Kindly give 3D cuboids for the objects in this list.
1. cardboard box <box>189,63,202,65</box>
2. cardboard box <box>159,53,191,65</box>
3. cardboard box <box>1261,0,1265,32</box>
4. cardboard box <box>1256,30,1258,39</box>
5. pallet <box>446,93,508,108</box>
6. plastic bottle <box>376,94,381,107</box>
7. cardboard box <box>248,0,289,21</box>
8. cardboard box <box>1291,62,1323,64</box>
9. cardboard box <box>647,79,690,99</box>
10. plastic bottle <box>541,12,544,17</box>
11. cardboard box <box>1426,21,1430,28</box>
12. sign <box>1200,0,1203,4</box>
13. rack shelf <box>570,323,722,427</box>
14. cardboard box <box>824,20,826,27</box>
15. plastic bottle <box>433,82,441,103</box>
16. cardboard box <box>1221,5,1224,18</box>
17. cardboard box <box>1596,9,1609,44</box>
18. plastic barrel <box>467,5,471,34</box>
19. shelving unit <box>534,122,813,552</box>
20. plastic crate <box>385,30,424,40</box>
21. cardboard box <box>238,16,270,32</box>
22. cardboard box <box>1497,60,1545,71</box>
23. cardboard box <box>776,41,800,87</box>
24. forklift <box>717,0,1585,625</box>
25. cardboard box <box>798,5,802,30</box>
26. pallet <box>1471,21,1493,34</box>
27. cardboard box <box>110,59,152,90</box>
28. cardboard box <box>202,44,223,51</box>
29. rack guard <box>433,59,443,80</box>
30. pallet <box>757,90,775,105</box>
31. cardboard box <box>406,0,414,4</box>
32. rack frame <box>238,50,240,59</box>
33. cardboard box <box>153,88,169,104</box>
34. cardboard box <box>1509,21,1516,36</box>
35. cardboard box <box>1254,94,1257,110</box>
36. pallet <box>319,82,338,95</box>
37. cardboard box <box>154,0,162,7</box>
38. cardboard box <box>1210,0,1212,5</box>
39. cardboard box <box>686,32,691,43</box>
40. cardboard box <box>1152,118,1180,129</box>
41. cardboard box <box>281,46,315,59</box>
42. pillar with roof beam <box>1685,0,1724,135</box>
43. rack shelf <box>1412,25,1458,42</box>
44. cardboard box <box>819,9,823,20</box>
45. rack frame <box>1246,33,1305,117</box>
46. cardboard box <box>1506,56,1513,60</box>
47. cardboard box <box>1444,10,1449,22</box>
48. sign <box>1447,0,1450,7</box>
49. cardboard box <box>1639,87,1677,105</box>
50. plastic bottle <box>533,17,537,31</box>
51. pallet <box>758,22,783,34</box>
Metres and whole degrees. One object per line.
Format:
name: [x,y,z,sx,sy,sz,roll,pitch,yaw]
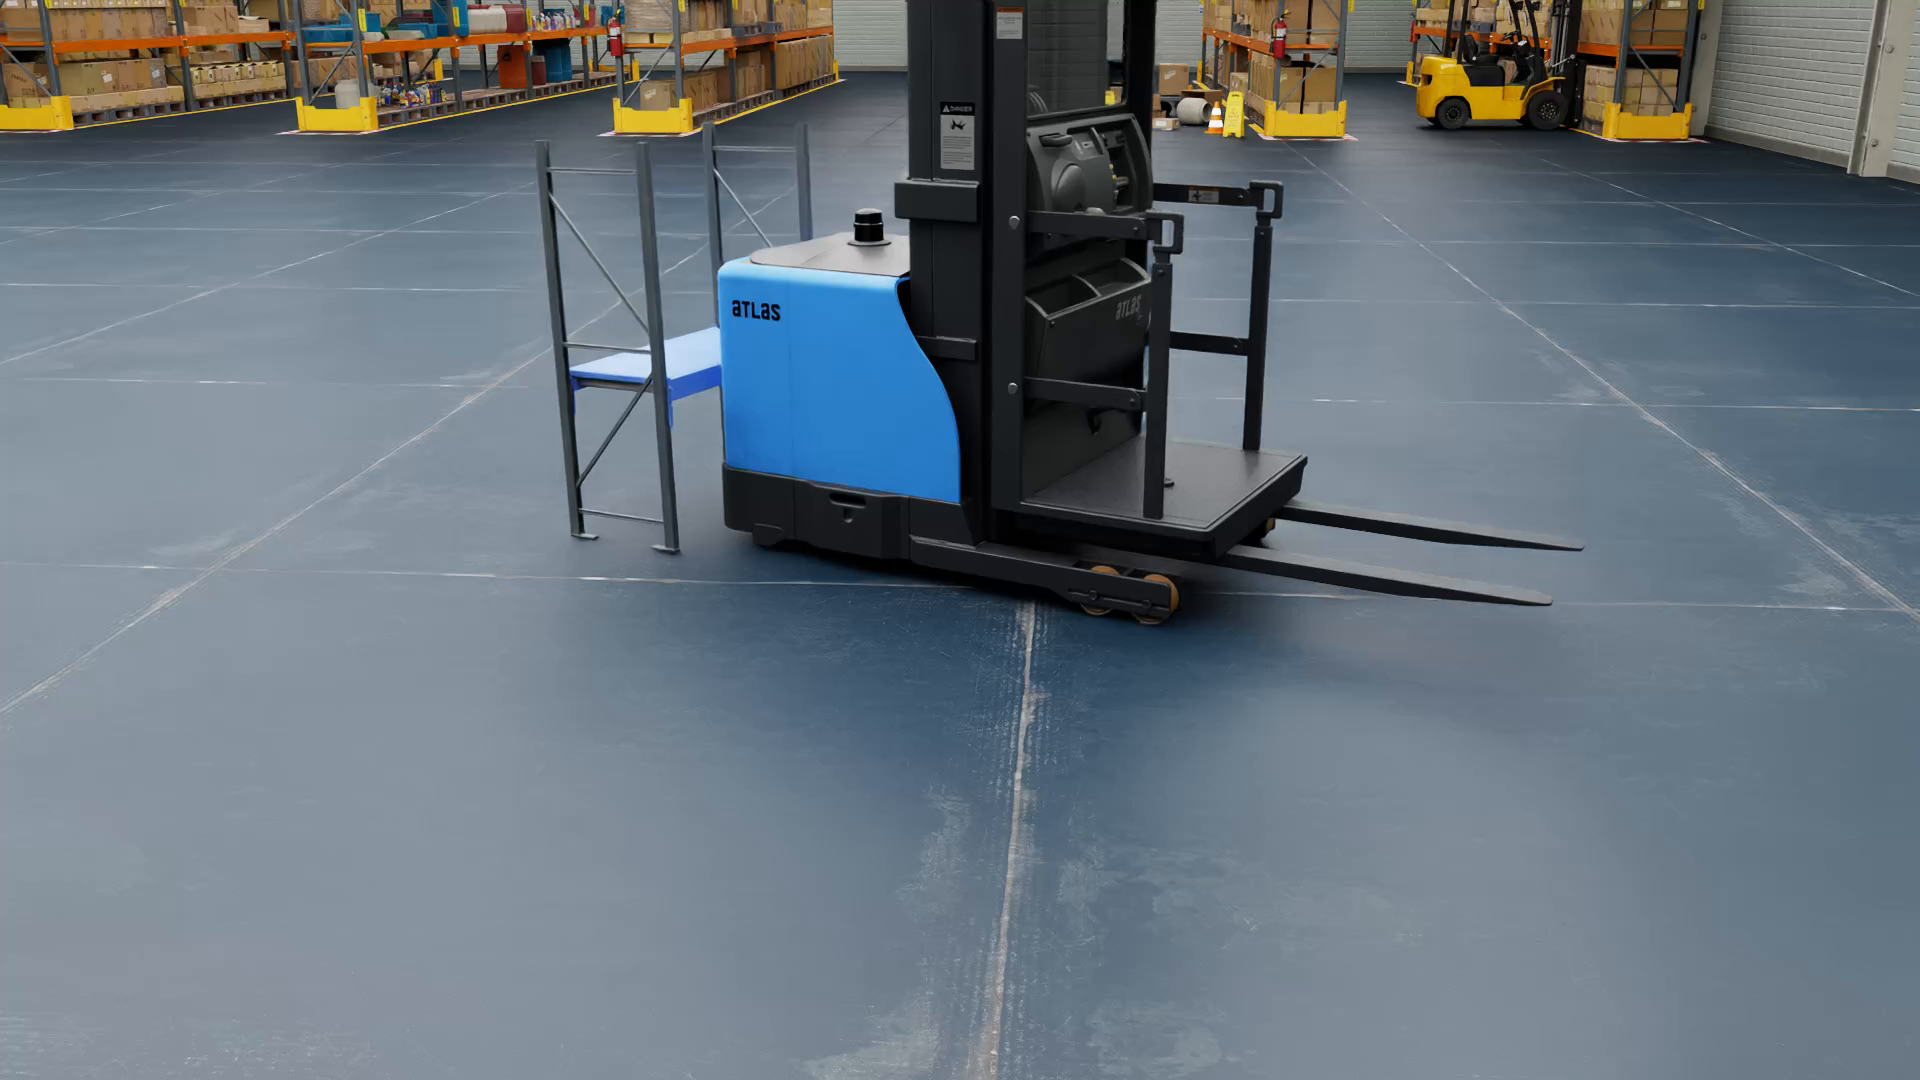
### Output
cardboard box: [-14.466,-8.930,31.700,0.500,0.311,0.500,1,18,3]
cardboard box: [-18.491,-11.158,38.997,0.700,0.500,0.500,1,18,3]
cardboard box: [5.059,-8.311,26.332,0.500,0.500,0.500,1,18,5]
cardboard box: [5.138,-8.433,27.744,0.380,0.149,0.250,2,18,6]
pallet: [-9.275,-8.354,31.578,1.003,0.211,1.213,1,18,4]
plastic bottle: [-9.789,-7.395,27.962,0.097,0.201,0.097,0,18,0]
cardboard box: [-14.099,-10.853,33.894,0.700,0.500,0.500,-5,19,-15]
cardboard box: [5.602,-7.465,26.926,0.500,0.500,0.500,2,18,7]
cardboard box: [-4.654,-7.093,26.592,0.500,0.500,0.500,6,19,18]
plastic bottle: [-9.156,-11.401,36.478,0.144,0.351,0.185,1,18,4]
cardboard box: [10.819,-11.725,37.793,0.380,0.149,0.250,1,18,2]
sign: [5.754,-12.913,39.495,0.100,0.325,0.005,1,18,4]
rack shelf: [-1.058,-0.672,6.625,0.538,0.185,1.000,8,20,27]
cardboard box: [-3.346,-12.116,38.985,0.380,0.149,0.250,1,18,3]
plastic bottle: [-9.136,-7.798,28.951,0.144,0.351,0.185,1,18,2]
cardboard box: [5.601,-10.767,33.903,0.500,0.250,0.500,1,18,2]
cardboard box: [9.931,-7.738,25.059,0.500,0.500,0.500,2,18,6]
plastic barrel: [-9.090,-9.411,30.108,0.433,0.535,0.433,0,18,0]
shelving unit: [-1.062,-0.843,6.571,0.538,1.500,1.048,8,20,27]
plastic crate: [-9.242,-8.419,27.722,0.530,0.136,0.437,1,18,4]
cardboard box: [-14.101,-10.254,33.042,0.500,0.311,0.500,2,18,7]
cardboard box: [10.627,-8.733,31.396,0.875,0.625,0.625,2,18,6]
cardboard box: [-4.009,-9.866,34.454,1.225,0.875,0.875,1,18,4]
forklift: [0.638,-1.298,5.676,3.031,2.935,1.130,10,20,27]
cardboard box: [-3.667,-11.171,35.537,0.500,0.500,0.500,2,18,6]
pallet: [10.663,-9.976,32.359,1.213,0.211,1.003,1,18,4]
cardboard box: [-14.213,-7.956,28.423,0.500,0.500,0.500,1,18,4]
cardboard box: [-18.194,-11.979,40.463,0.380,0.149,0.250,2,18,5]
rack guard: [-13.463,-11.681,41.270,1.175,0.500,0.348,1,18,4]
pallet: [-4.208,-8.618,32.385,1.003,0.211,1.213,1,18,4]
cardboard box: [-13.283,-12.953,39.370,0.500,0.500,0.500,2,18,5]
rack frame: [-18.399,-13.002,41.287,1.000,3.000,0.127,1,18,4]
cardboard box: [-14.179,-7.755,29.014,0.500,0.250,0.500,1,18,4]
cardboard box: [10.338,-9.335,30.336,0.500,0.250,0.500,1,18,2]
cardboard box: [5.073,-7.107,27.037,0.500,0.250,0.500,1,18,3]
pallet: [-13.850,-9.692,35.662,1.003,0.211,1.213,1,18,4]
cardboard box: [-14.144,-9.356,28.955,0.380,0.149,0.250,1,18,3]
cardboard box: [5.850,-12.198,37.066,0.500,0.500,0.500,2,18,5]
cardboard box: [-4.396,-7.820,25.873,0.380,0.149,0.250,1,18,4]
cardboard box: [3.239,-6.577,26.257,0.380,0.149,0.250,12,22,32]
cardboard box: [-14.129,-10.417,35.500,0.500,0.250,0.500,1,18,3]
pillar with roof beam: [6.766,-10.513,24.057,9.100,9.000,0.400,1,18,4]
rack shelf: [11.115,-11.377,37.481,1.077,0.370,4.000,1,18,4]
cardboard box: [-3.454,-12.107,38.317,0.500,0.250,0.500,1,18,4]
rack frame: [5.447,-8.722,28.225,1.000,3.000,0.127,1,18,4]
cardboard box: [11.017,-9.491,32.869,0.380,0.149,0.250,2,18,5]
cardboard box: [10.765,-11.331,35.949,0.500,0.250,0.500,2,18,5]
sign: [10.430,-11.518,35.368,0.100,0.325,0.005,1,18,4]
cardboard box: [10.352,-6.642,24.815,0.500,0.250,0.500,2,18,5]
plastic bottle: [-8.704,-10.508,33.875,0.152,0.276,0.135,1,18,4]
pallet: [-4.096,-9.871,32.039,1.213,0.211,1.003,1,18,4]
